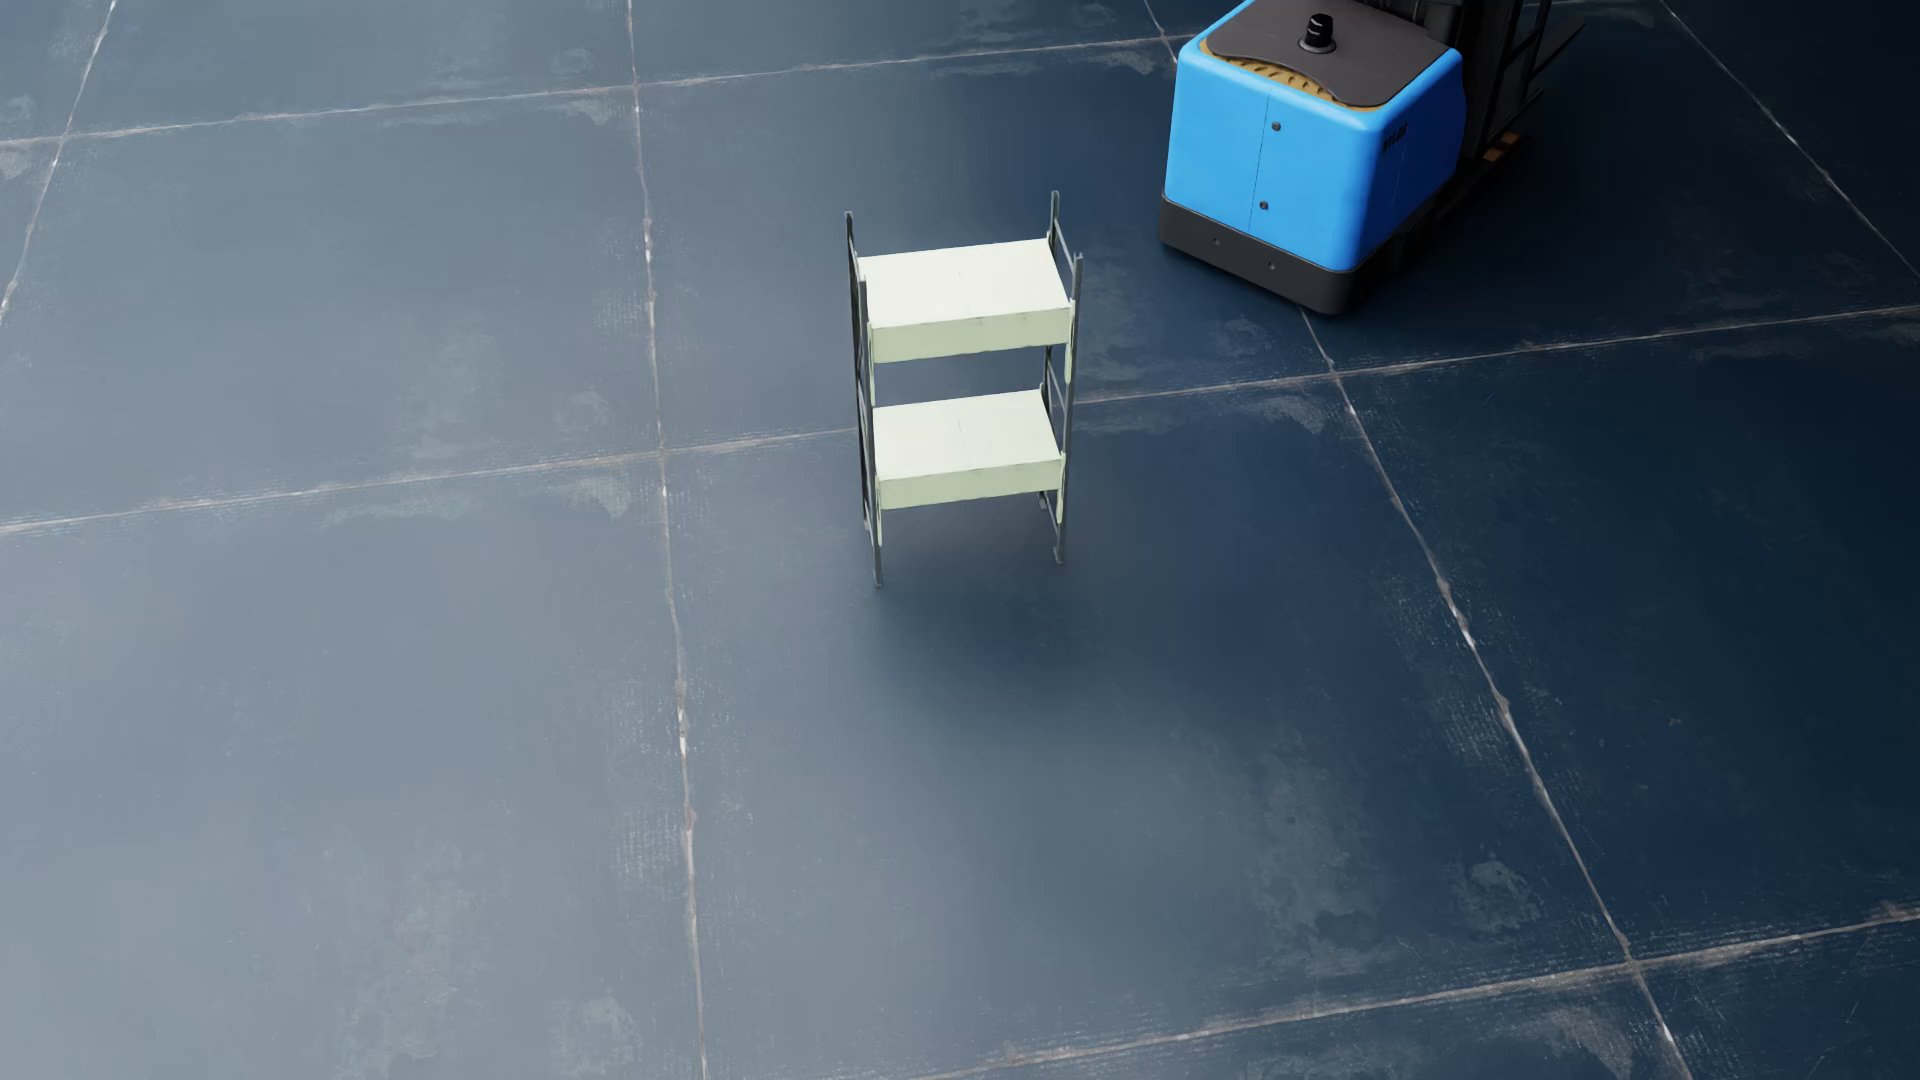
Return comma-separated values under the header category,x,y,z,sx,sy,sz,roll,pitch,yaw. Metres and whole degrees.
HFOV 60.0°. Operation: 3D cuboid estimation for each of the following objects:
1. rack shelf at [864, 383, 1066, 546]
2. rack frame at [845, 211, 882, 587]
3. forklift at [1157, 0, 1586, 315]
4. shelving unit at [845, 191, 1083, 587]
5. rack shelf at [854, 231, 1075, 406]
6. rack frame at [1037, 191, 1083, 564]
category,x,y,z,sx,sy,sz,roll,pitch,yaw
rack shelf,0.007,-0.295,6.445,0.720,0.370,0.431,-7,46,-7
rack frame,-0.354,-0.476,6.167,0.023,1.500,0.400,-7,46,-7
forklift,2.270,-3.057,7.660,1.130,2.935,3.031,30,53,26
shelving unit,0.007,-0.521,6.211,0.755,1.500,0.431,-7,46,-7
rack shelf,0.007,-0.792,5.930,0.720,0.370,0.431,-7,46,-7
rack frame,0.367,-0.566,6.254,0.023,1.500,0.400,-7,46,-7
